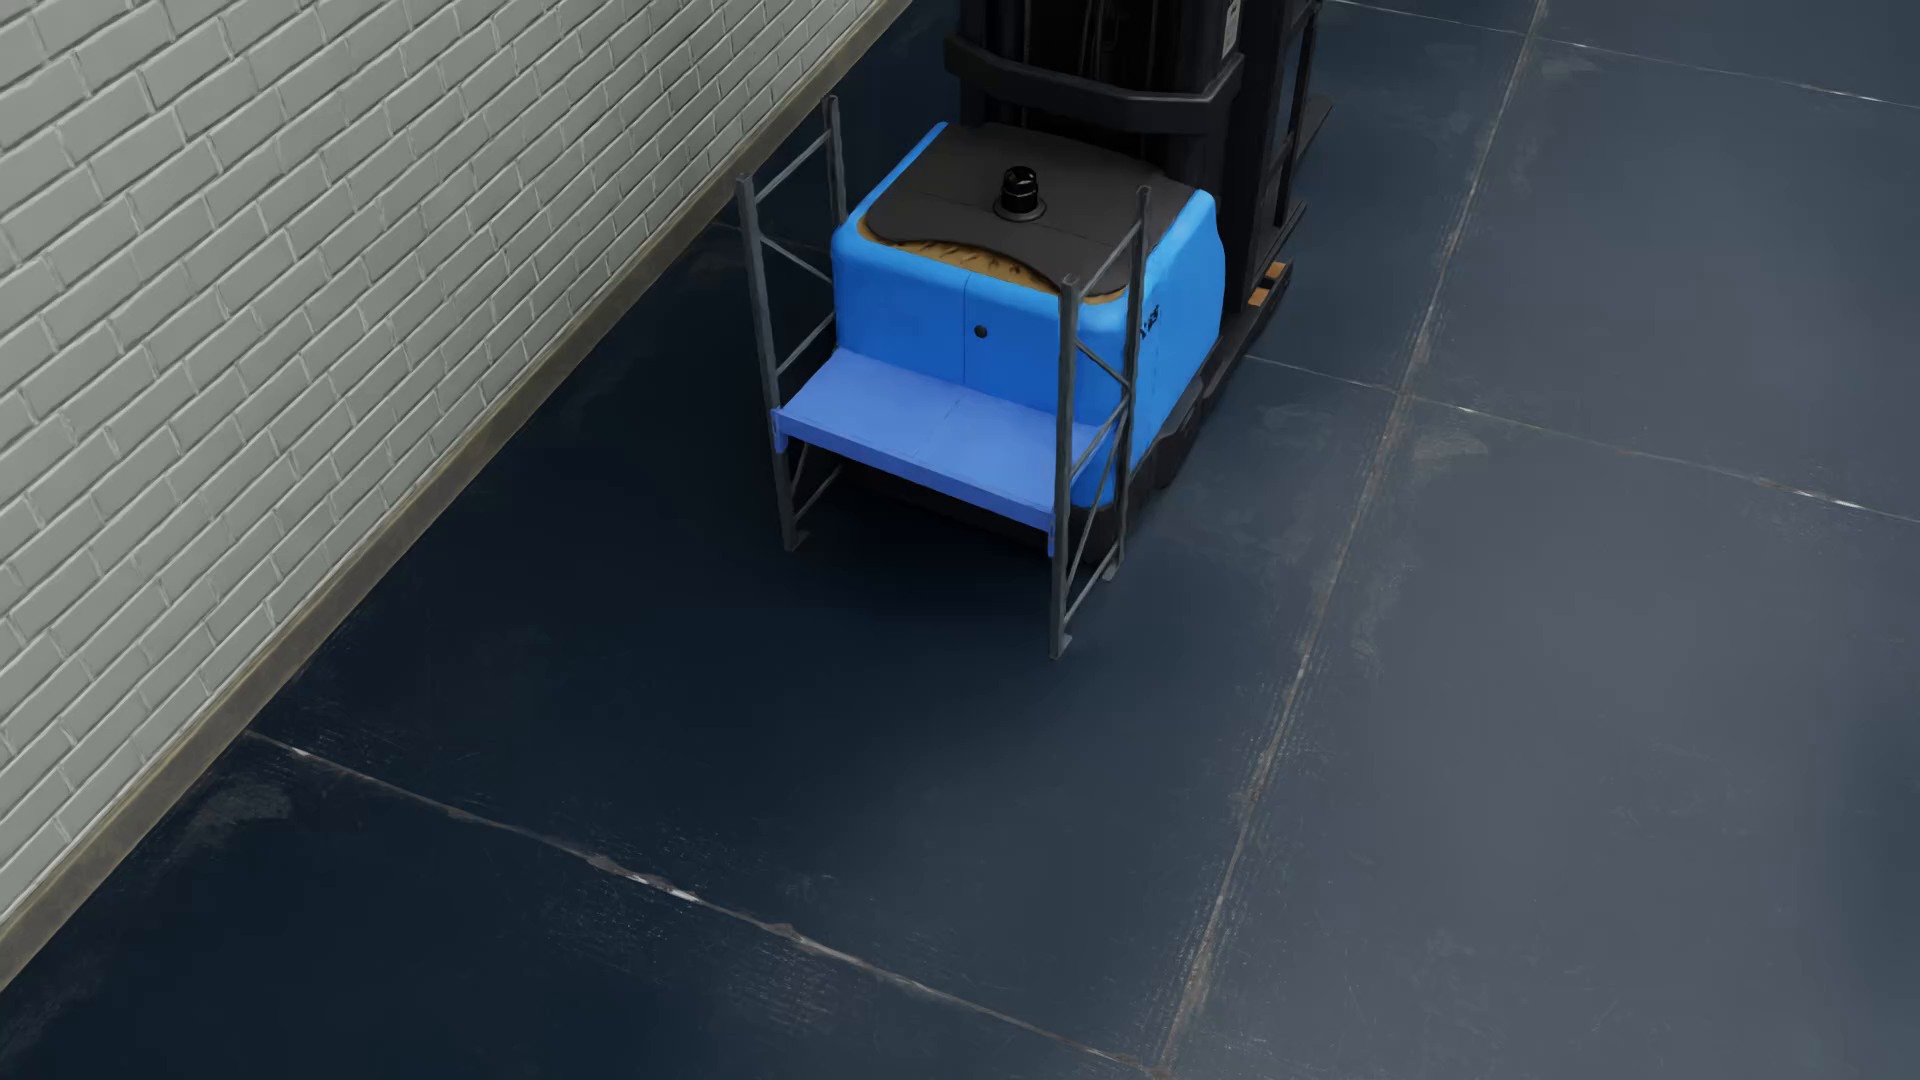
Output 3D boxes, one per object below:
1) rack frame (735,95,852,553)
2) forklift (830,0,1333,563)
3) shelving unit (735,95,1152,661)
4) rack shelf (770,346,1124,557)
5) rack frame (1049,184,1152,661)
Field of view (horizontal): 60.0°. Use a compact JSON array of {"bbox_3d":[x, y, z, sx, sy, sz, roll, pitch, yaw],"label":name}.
[{"bbox_3d":[-0.482,-0.638,5.321,0.032,1.500,0.500,21,50,20],"label":"rack frame"},{"bbox_3d":[0.686,-2.006,5.688,1.130,2.935,3.031,19,48,18],"label":"forklift"},{"bbox_3d":[-0.037,-0.467,5.144,1.048,1.500,0.538,21,50,20],"label":"shelving unit"},{"bbox_3d":[-0.034,-0.342,5.274,1.000,0.185,0.538,21,50,20],"label":"rack shelf"},{"bbox_3d":[0.408,-0.295,4.968,0.032,1.500,0.500,21,50,20],"label":"rack frame"}]
